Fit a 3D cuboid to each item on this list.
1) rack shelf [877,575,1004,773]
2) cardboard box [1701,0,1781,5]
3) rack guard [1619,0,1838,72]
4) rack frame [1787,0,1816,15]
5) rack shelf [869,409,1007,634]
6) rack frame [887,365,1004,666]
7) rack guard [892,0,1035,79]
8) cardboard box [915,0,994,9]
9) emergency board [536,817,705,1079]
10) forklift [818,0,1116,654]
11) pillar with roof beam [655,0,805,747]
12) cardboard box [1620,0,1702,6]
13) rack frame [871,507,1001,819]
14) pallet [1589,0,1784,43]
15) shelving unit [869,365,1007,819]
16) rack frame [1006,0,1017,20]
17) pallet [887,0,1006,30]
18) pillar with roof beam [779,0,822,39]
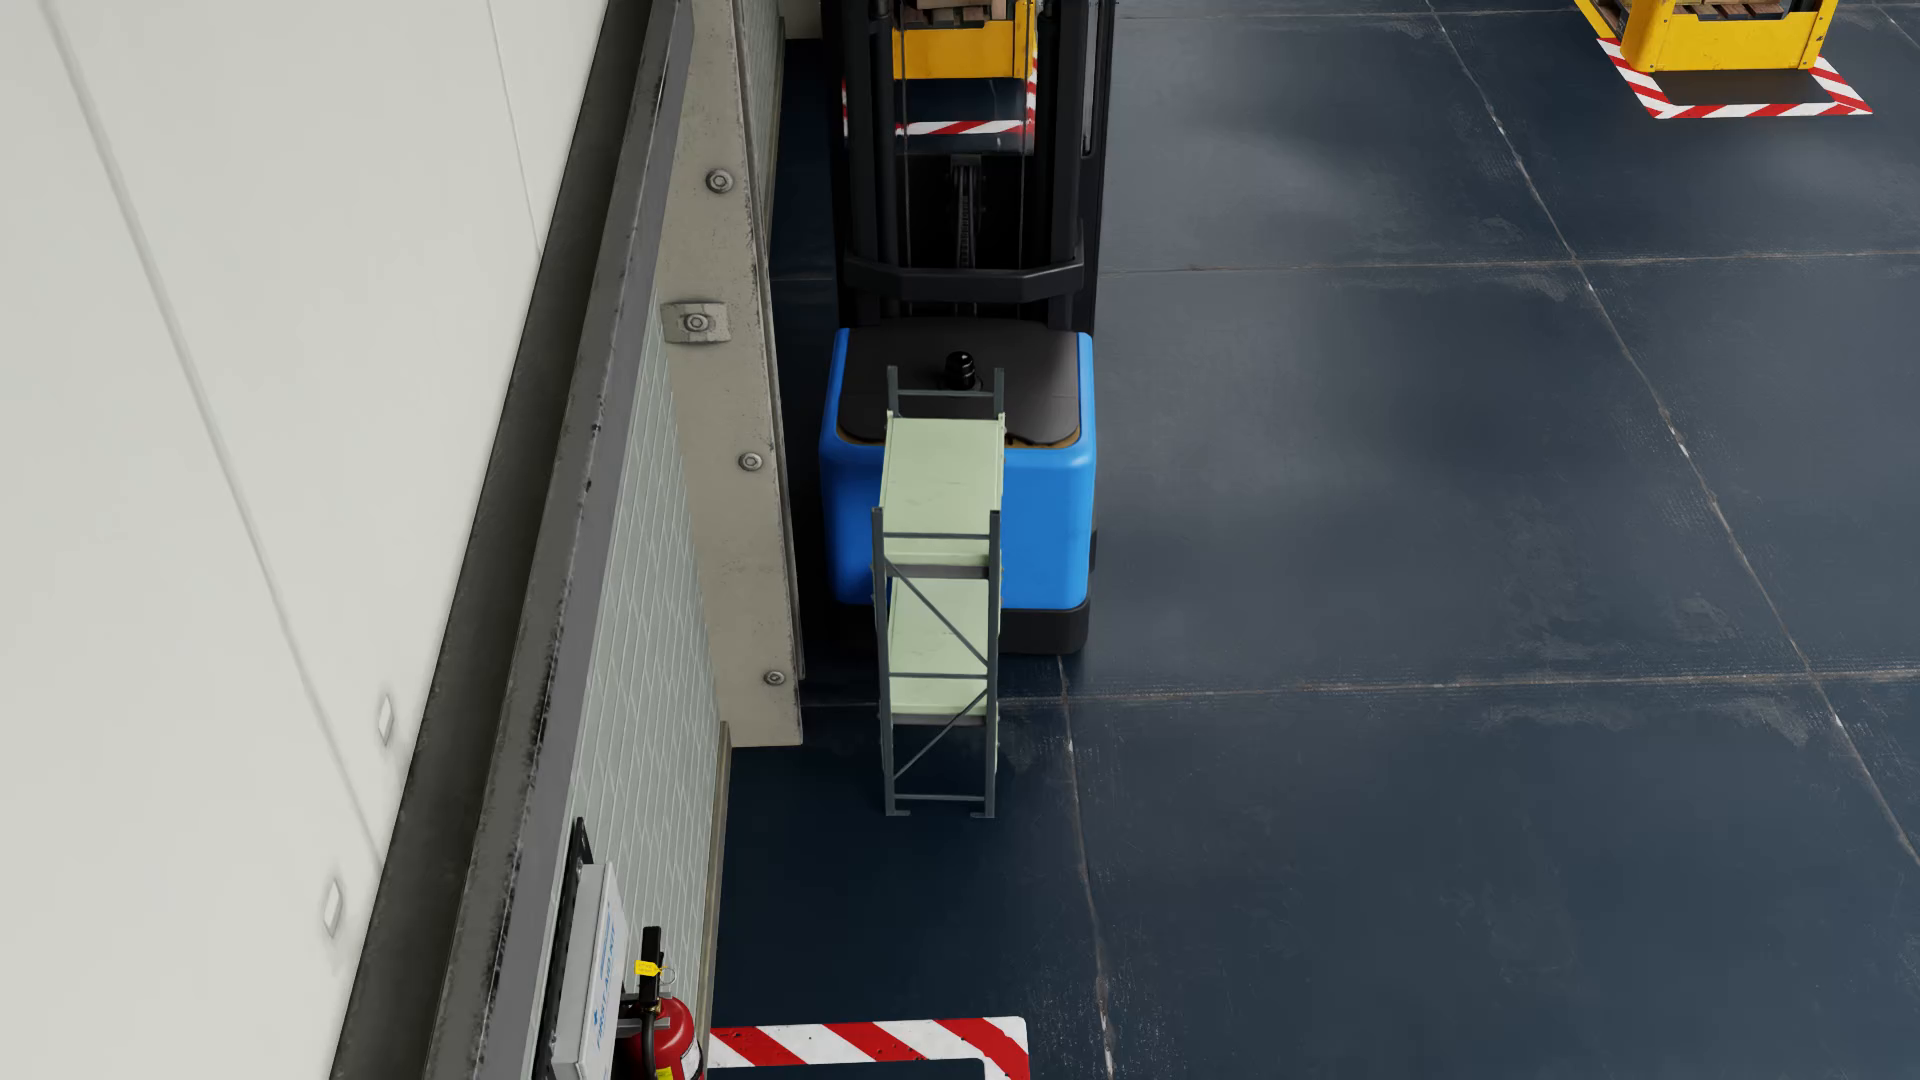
[{"bbox_3d":[-0.062,0.456,6.125,0.431,0.370,0.720,1,43,1],"label":"rack shelf"},{"bbox_3d":[5.019,-3.706,10.797,0.500,0.250,0.500,-2,43,-2],"label":"cardboard box"},{"bbox_3d":[4.821,-3.259,10.435,1.175,0.500,0.348,-2,43,-2],"label":"rack guard"},{"bbox_3d":[4.820,-4.197,9.608,1.000,3.000,0.127,-2,43,-2],"label":"rack frame"},{"bbox_3d":[-0.062,-0.072,5.641,0.431,0.370,0.720,1,43,1],"label":"rack shelf"},{"bbox_3d":[-0.050,-0.031,6.174,0.400,1.500,0.023,1,43,1],"label":"rack frame"},{"bbox_3d":[-0.132,-3.182,10.351,1.175,0.500,0.348,-2,43,-2],"label":"rack guard"},{"bbox_3d":[-0.069,-3.693,10.723,0.500,0.311,0.500,-6,43,-7],"label":"cardboard box"},{"bbox_3d":[-0.702,1.220,3.699,0.194,1.169,0.643,-2,43,-2],"label":"emergency board"},{"bbox_3d":[0.038,-1.602,6.829,1.130,2.935,3.031,1,43,1],"label":"forklift"},{"bbox_3d":[3.533,-2.784,3.628,9.100,9.000,0.400,-2,43,-2],"label":"pillar with roof beam"},{"bbox_3d":[4.502,-3.691,10.781,0.500,0.250,0.500,-2,43,-2],"label":"cardboard box"},{"bbox_3d":[-0.074,0.463,5.635,0.400,1.500,0.023,1,43,1],"label":"rack frame"},{"bbox_3d":[4.746,-3.684,11.112,1.003,0.211,1.213,-2,43,-2],"label":"pallet"},{"bbox_3d":[-0.062,0.216,5.904,0.431,1.500,0.755,1,43,1],"label":"shelving unit"},{"bbox_3d":[-0.129,-4.052,9.451,1.000,3.000,0.127,-2,43,-2],"label":"rack frame"},{"bbox_3d":[-0.132,-3.625,11.048,1.003,0.211,1.213,-2,43,-2],"label":"pallet"},{"bbox_3d":[3.278,-6.835,8.047,9.100,9.000,0.400,-2,43,-2],"label":"pillar with roof beam"}]
